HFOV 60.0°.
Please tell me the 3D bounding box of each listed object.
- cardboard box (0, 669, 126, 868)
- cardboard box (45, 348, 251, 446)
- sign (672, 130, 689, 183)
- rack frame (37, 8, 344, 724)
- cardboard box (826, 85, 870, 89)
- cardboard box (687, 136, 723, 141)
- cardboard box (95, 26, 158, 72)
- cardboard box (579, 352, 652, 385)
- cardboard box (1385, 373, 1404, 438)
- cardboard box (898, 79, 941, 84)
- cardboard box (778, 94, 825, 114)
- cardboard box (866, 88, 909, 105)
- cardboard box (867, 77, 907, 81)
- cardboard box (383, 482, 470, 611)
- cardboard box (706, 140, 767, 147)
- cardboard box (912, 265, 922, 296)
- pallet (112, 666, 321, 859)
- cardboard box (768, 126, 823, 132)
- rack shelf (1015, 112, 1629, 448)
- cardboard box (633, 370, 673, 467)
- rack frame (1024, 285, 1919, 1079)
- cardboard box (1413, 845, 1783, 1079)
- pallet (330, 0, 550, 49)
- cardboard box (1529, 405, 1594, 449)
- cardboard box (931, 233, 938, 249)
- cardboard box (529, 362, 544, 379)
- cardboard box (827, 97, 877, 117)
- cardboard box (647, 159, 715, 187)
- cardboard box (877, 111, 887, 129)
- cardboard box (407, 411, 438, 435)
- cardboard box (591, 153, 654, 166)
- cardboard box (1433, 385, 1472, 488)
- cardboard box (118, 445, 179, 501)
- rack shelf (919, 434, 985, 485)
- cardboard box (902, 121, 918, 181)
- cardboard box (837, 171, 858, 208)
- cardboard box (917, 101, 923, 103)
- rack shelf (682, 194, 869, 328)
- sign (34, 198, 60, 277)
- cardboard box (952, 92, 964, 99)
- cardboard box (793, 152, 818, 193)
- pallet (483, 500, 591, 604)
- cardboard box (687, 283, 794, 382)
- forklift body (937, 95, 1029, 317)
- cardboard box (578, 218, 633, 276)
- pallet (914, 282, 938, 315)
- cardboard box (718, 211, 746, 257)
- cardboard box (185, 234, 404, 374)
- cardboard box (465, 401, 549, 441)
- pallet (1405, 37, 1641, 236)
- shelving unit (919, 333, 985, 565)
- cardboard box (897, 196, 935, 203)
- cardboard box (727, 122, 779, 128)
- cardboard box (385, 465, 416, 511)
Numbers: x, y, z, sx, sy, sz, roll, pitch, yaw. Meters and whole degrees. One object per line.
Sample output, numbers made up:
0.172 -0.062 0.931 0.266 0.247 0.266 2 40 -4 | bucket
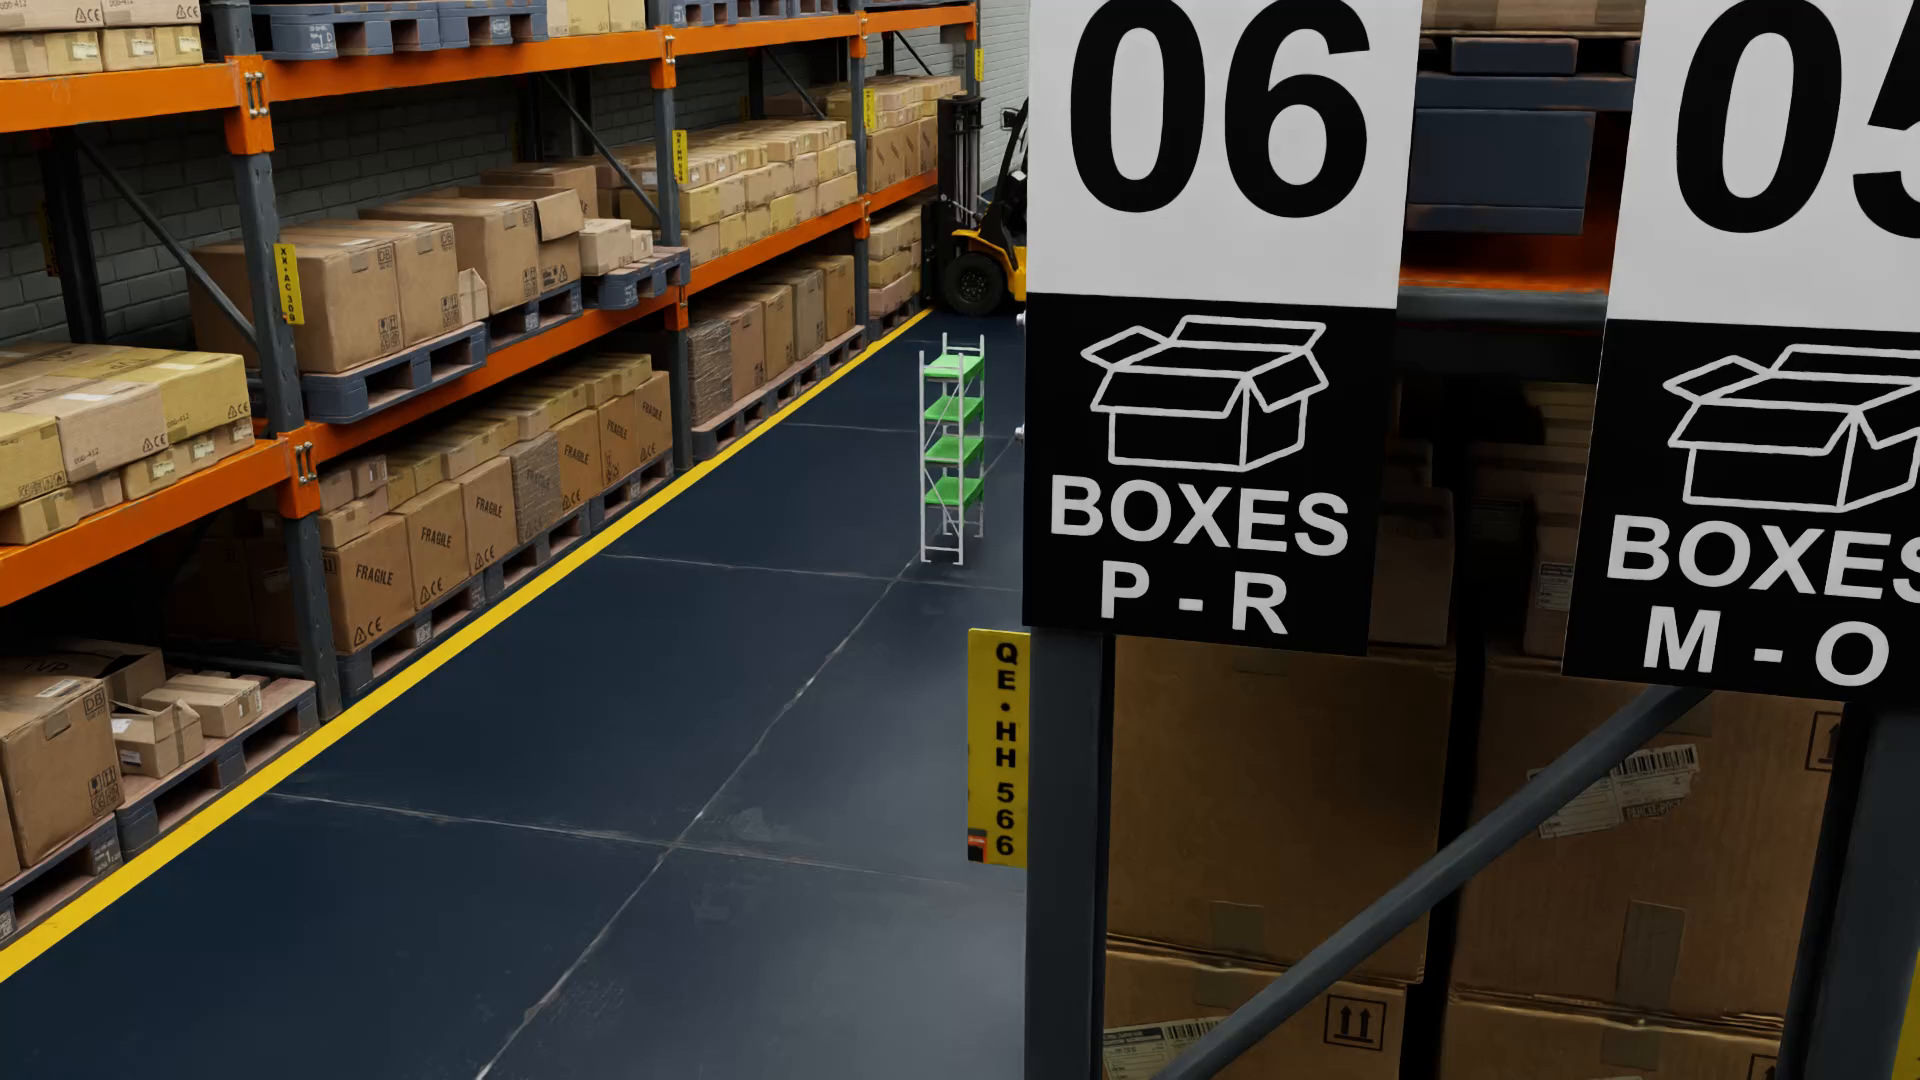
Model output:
-3.491 0.794 5.940 0.700 0.500 0.500 4 19 11 | cardboard box
-3.143 -0.561 6.460 0.500 0.250 0.500 5 20 15 | cardboard box
-1.749 -2.394 10.387 0.100 0.325 0.005 5 19 13 | sign
-3.255 -0.670 7.007 1.000 3.000 0.127 5 19 13 | rack frame
-1.079 -4.272 15.935 0.380 0.149 0.250 5 20 15 | cardboard box
-2.012 -2.964 12.566 0.380 0.149 0.250 5 19 14 | cardboard box
-3.119 -1.758 5.941 0.380 0.149 0.250 5 19 13 | cardboard box
-2.153 -1.071 10.397 0.380 0.149 0.250 4 19 11 | cardboard box
0.597 -0.225 3.002 0.380 0.149 0.250 5 20 15 | cardboard box
-0.407 -4.561 16.781 0.380 0.149 0.250 5 19 14 | cardboard box
-1.414 -3.871 14.763 0.380 0.149 0.250 4 19 12 | cardboard box
-0.697 -4.159 15.604 0.380 0.149 0.250 5 19 13 | cardboard box
-0.760 -4.674 17.113 0.380 0.149 0.250 5 19 14 | cardboard box
-2.798 0.013 8.226 0.500 0.500 0.500 4 19 13 | cardboard box
-1.639 -2.849 12.229 0.380 0.149 0.250 5 19 13 | cardboard box
-0.642 -2.523 16.037 0.500 0.250 0.500 5 19 14 | cardboard box
-3.424 0.865 6.828 1.003 0.211 1.213 5 19 13 | pallet
-1.325 -3.252 13.409 0.380 0.149 0.250 5 19 13 | cardboard box
1.071 -0.731 3.659 1.077 0.370 4.000 5 19 13 | rack shelf
-2.173 -0.790 10.576 0.500 0.500 0.500 5 20 15 | cardboard box
0.582 0.975 2.192 1.000 3.000 0.127 5 19 13 | rack frame
0.978 0.800 2.550 0.500 0.500 0.500 5 19 13 | cardboard box
-2.777 -2.524 8.087 1.213 0.211 1.003 5 19 13 | pallet
1.107 -0.102 2.641 0.380 0.149 0.250 5 20 15 | cardboard box
-0.503 -2.911 16.401 0.500 0.250 0.500 5 19 13 | cardboard box
-2.798 -1.026 10.265 0.380 0.149 0.250 5 20 15 | cardboard box
-0.935 -3.749 14.403 0.380 0.149 0.250 5 20 14 | cardboard box
-1.850 -2.438 11.026 0.380 0.149 0.250 5 20 15 | cardboard box
-0.869 -3.776 14.943 0.380 0.149 0.250 5 19 13 | cardboard box
-3.079 -0.616 9.066 0.380 0.149 0.250 4 19 11 | cardboard box
-2.316 -2.563 11.392 0.380 0.149 0.250 5 19 13 | cardboard box
1.213 0.002 3.339 0.500 0.500 0.500 5 19 13 | cardboard box
-3.171 -0.264 6.209 0.380 0.149 0.250 5 20 15 | cardboard box
-0.040 -0.455 9.362 0.258 0.148 0.480 5 19 13 | rack shelf
-0.705 -3.666 15.626 0.500 0.500 0.500 4 19 13 | cardboard box
-1.170 -2.927 13.850 0.500 0.250 0.500 5 20 15 | cardboard box
-0.574 -4.179 16.124 0.380 0.149 0.250 5 19 13 | cardboard box
-1.789 -2.210 12.629 1.077 0.370 4.000 5 19 13 | rack shelf
-3.794 -1.260 6.945 0.100 0.325 0.005 5 19 13 | sign
-0.170 -4.572 17.274 0.380 0.149 0.250 5 19 14 | cardboard box
-1.422 -2.847 12.841 0.500 0.250 0.500 5 19 14 | cardboard box
-2.797 0.009 9.336 1.003 0.211 1.213 5 19 13 | pallet
-1.796 -1.609 12.782 0.875 0.625 0.625 4 19 11 | cardboard box
0.983 -3.291 15.994 2.313 2.155 1.214 5 19 13 | forklift body
-2.222 -1.695 9.591 0.500 0.250 0.500 4 19 11 | cardboard box
-0.769 -2.487 16.642 1.003 0.211 1.213 5 19 13 | pallet
-1.805 -2.129 11.513 0.500 0.250 0.500 4 19 12 | cardboard box
-2.920 -1.050 7.315 0.700 0.500 0.500 5 20 15 | cardboard box
-2.504 -0.658 9.187 0.380 0.149 0.250 4 19 11 | cardboard box
0.753 -0.636 2.405 1.003 0.211 1.213 5 19 13 | pallet
-0.040 -0.516 9.342 0.258 1.200 0.503 5 19 13 | shelving unit
-0.366 -3.313 16.804 0.500 0.250 0.500 5 19 14 | cardboard box
-1.711 -3.358 13.720 0.380 0.149 0.250 4 19 12 | cardboard box
-2.865 -0.258 8.016 0.380 0.149 0.250 4 19 11 | cardboard box
